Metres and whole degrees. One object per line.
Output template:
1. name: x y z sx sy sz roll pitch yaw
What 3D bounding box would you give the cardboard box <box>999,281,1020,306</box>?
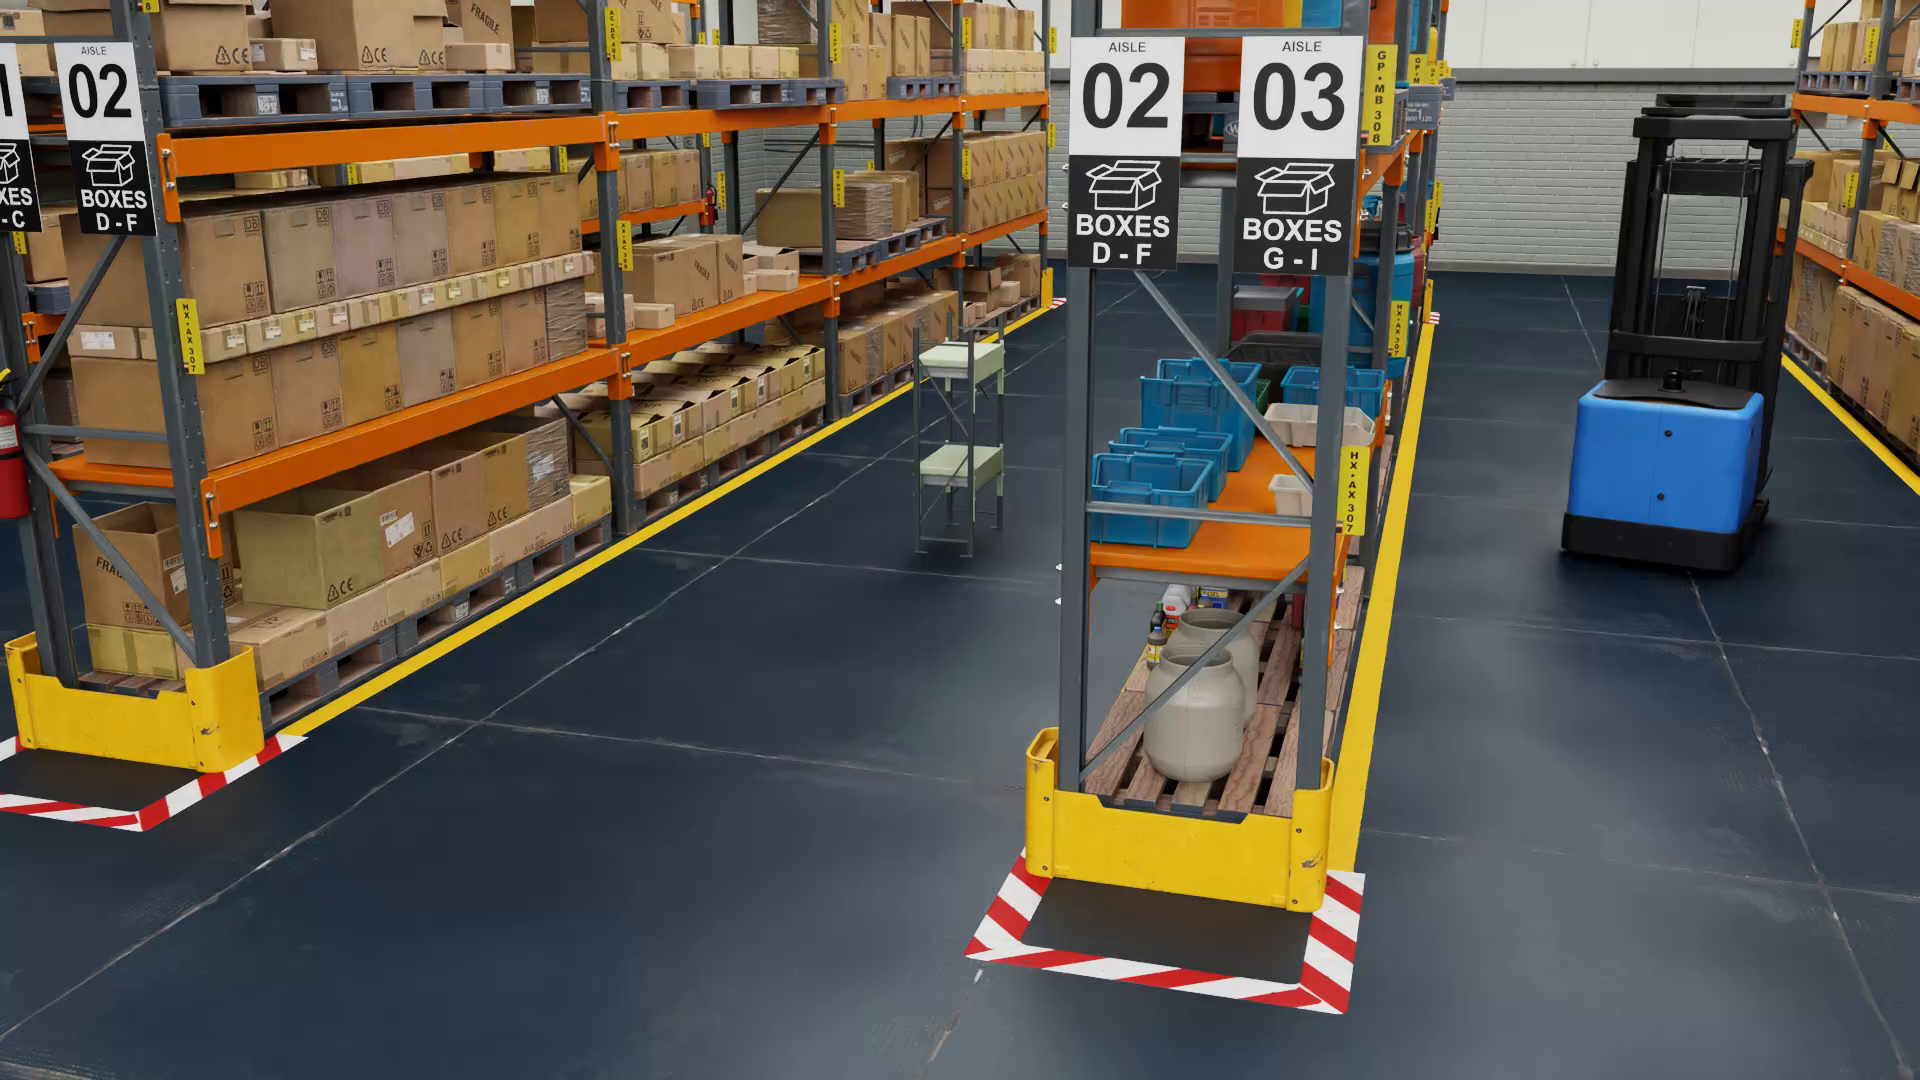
1. cardboard box: 0.461 -3.140 21.135 0.500 0.250 0.500 5 16 16

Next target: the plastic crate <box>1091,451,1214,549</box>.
1. plastic crate: 0.734 -0.170 6.705 0.499 0.251 0.616 5 16 16

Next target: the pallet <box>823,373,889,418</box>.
1. pallet: -1.347 -1.416 15.936 1.003 0.211 1.213 5 16 16

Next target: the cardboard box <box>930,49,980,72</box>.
1. cardboard box: -0.083 -5.331 18.491 0.500 0.250 0.500 5 16 16

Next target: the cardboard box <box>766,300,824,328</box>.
1. cardboard box: -1.543 -2.213 16.036 0.500 0.250 0.500 5 17 18

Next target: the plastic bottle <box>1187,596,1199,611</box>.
1. plastic bottle: 1.181 0.437 8.462 0.061 0.283 0.133 5 16 16

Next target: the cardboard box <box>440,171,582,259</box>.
1. cardboard box: -2.853 -2.075 10.586 0.700 0.500 0.500 5 17 16

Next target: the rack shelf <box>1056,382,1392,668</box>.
1. rack shelf: 1.447 -0.265 8.084 1.077 0.370 4.000 5 16 16

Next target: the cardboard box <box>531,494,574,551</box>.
1. cardboard box: -2.806 -0.130 10.560 0.500 0.250 0.500 5 16 16

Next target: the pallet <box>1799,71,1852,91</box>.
1. pallet: 9.974 -5.095 18.461 1.003 0.211 1.213 5 16 16

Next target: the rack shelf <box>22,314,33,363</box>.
1. rack shelf: -8.051 -1.033 10.792 1.077 0.370 4.000 5 16 16

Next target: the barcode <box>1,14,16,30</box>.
1. barcode: -4.246 -2.311 7.420 0.001 0.075 0.075 5 16 16

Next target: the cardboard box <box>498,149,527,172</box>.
1. cardboard box: -5.252 -4.282 18.789 0.500 0.250 0.500 5 17 17

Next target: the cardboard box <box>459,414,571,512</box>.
1. cardboard box: -2.808 -0.491 10.458 0.500 0.500 0.500 5 16 16

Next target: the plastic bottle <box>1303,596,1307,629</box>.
1. plastic bottle: 1.913 0.332 8.845 0.152 0.276 0.135 5 17 17

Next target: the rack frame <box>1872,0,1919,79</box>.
1. rack frame: 9.038 -5.729 15.037 1.000 3.000 0.127 5 16 16

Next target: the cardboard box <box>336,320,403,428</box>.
1. cardboard box: -3.433 -0.909 8.854 0.700 0.500 0.500 5 17 16

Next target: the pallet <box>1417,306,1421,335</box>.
1. pallet: 5.154 -2.719 20.529 1.003 0.211 1.213 5 16 16

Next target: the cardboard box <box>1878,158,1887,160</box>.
1. cardboard box: 9.710 -3.645 17.038 0.500 0.500 0.500 4 16 14

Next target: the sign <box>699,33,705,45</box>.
1. sign: -3.557 -6.827 22.927 0.100 0.325 0.005 5 16 16

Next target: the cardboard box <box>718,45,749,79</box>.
1. cardboard box: -1.976 -3.728 12.985 0.500 0.250 0.500 4 16 15

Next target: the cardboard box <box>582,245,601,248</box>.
1. cardboard box: -4.836 -3.745 21.658 0.380 0.149 0.250 5 17 16

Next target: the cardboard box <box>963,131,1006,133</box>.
1. cardboard box: 0.299 -5.092 21.769 0.500 0.500 0.500 5 17 18

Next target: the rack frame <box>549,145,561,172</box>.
1. rack frame: -5.210 -3.995 19.918 1.000 3.000 0.127 5 16 16

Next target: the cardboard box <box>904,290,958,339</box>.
1. cardboard box: -0.325 -2.470 18.315 0.500 0.500 0.500 5 16 16

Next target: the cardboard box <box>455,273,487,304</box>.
1. cardboard box: -2.967 -1.459 9.606 0.380 0.149 0.250 5 17 17

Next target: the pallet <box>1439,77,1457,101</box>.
1. pallet: 4.160 -4.367 16.076 1.213 0.211 1.003 5 16 16

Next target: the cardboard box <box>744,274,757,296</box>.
1. cardboard box: -1.904 -2.107 13.720 0.380 0.149 0.250 6 17 20

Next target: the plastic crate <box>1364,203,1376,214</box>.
1. plastic crate: 4.666 -3.838 19.561 0.416 0.233 0.300 5 16 16

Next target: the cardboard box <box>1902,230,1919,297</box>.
1. cardboard box: 8.095 -2.259 13.613 0.500 0.500 0.500 4 16 14

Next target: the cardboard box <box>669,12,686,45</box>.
1. cardboard box: -4.019 -6.811 22.296 0.500 0.500 0.500 5 16 16

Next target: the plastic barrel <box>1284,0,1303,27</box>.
1. plastic barrel: 1.081 -2.131 6.735 0.600 0.588 0.600 0 16 0

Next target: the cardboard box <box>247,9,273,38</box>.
1. cardboard box: -3.637 -2.609 8.672 0.500 0.311 0.500 7 17 22

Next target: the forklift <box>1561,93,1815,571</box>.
1. forklift: 5.117 -1.565 11.475 1.130 2.935 3.031 9 18 29

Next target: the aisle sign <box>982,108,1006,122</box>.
1. aisle sign: 0.415 -5.950 22.045 0.394 0.787 0.004 5 16 16

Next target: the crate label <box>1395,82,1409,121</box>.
1. crate label: 1.727 -1.923 7.388 0.502 0.251 0.408 5 16 16

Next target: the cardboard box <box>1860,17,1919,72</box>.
1. cardboard box: 9.203 -4.794 16.100 0.700 0.500 0.500 4 16 13

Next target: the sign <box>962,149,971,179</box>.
1. sign: 0.074 -4.127 18.261 0.100 0.325 0.005 5 16 16

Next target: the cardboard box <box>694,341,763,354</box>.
1. cardboard box: -2.026 -1.600 14.716 0.500 0.311 0.500 5 17 18

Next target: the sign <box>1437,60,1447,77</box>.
1. sign: 4.816 -4.631 16.647 0.100 0.325 0.005 5 16 16

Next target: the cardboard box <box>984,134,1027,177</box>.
1. cardboard box: 0.529 -4.782 20.675 0.500 0.500 0.500 5 17 17

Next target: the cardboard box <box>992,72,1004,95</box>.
1. cardboard box: 0.206 -5.352 19.480 0.500 0.250 0.500 5 16 16

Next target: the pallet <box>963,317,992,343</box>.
1. pallet: -0.263 -2.450 19.581 1.003 0.211 1.213 5 16 16

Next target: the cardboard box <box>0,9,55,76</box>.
1. cardboard box: -7.251 -3.732 12.541 0.500 0.500 0.500 7 17 24

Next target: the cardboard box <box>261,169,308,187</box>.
1. cardboard box: -6.416 -3.428 15.740 0.380 0.149 0.250 2 16 9

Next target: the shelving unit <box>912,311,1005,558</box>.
1. shelving unit: -0.002 -0.720 11.119 0.431 1.500 0.755 5 16 16

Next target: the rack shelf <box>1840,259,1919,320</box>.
1. rack shelf: 8.469 -1.974 14.109 1.077 0.370 4.000 5 16 16

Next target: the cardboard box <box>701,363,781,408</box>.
1. cardboard box: -1.796 -1.290 13.623 0.500 0.311 0.500 5 16 16

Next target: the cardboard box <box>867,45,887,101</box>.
1. cardboard box: -1.211 -4.443 15.816 0.910 0.500 0.500 5 16 16

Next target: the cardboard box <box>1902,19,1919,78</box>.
1. cardboard box: 8.882 -4.384 14.837 0.700 0.500 0.500 5 17 17

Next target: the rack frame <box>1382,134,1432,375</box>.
1. rack frame: 4.289 -3.227 17.209 1.000 3.000 0.127 5 16 16

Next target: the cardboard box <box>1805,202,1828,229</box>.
1. cardboard box: 9.348 -3.451 17.729 0.500 0.250 0.500 4 16 15

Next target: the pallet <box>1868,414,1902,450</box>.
1. pallet: 8.546 -0.973 14.375 1.003 0.211 1.213 5 16 16

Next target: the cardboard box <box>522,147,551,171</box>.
1. cardboard box: -5.097 -4.415 19.258 0.500 0.250 0.500 5 17 17

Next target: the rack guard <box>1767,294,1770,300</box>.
1. rack guard: 10.181 -2.693 19.908 1.175 0.500 0.348 5 16 16

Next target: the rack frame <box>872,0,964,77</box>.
1. rack frame: -0.459 -6.498 17.749 1.000 3.000 0.127 5 16 16

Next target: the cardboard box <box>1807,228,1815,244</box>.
1. cardboard box: 9.248 -3.230 17.680 0.380 0.149 0.250 5 17 17

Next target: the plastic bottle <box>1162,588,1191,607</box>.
1. plastic bottle: 1.118 0.397 8.619 0.152 0.276 0.135 4 16 14
